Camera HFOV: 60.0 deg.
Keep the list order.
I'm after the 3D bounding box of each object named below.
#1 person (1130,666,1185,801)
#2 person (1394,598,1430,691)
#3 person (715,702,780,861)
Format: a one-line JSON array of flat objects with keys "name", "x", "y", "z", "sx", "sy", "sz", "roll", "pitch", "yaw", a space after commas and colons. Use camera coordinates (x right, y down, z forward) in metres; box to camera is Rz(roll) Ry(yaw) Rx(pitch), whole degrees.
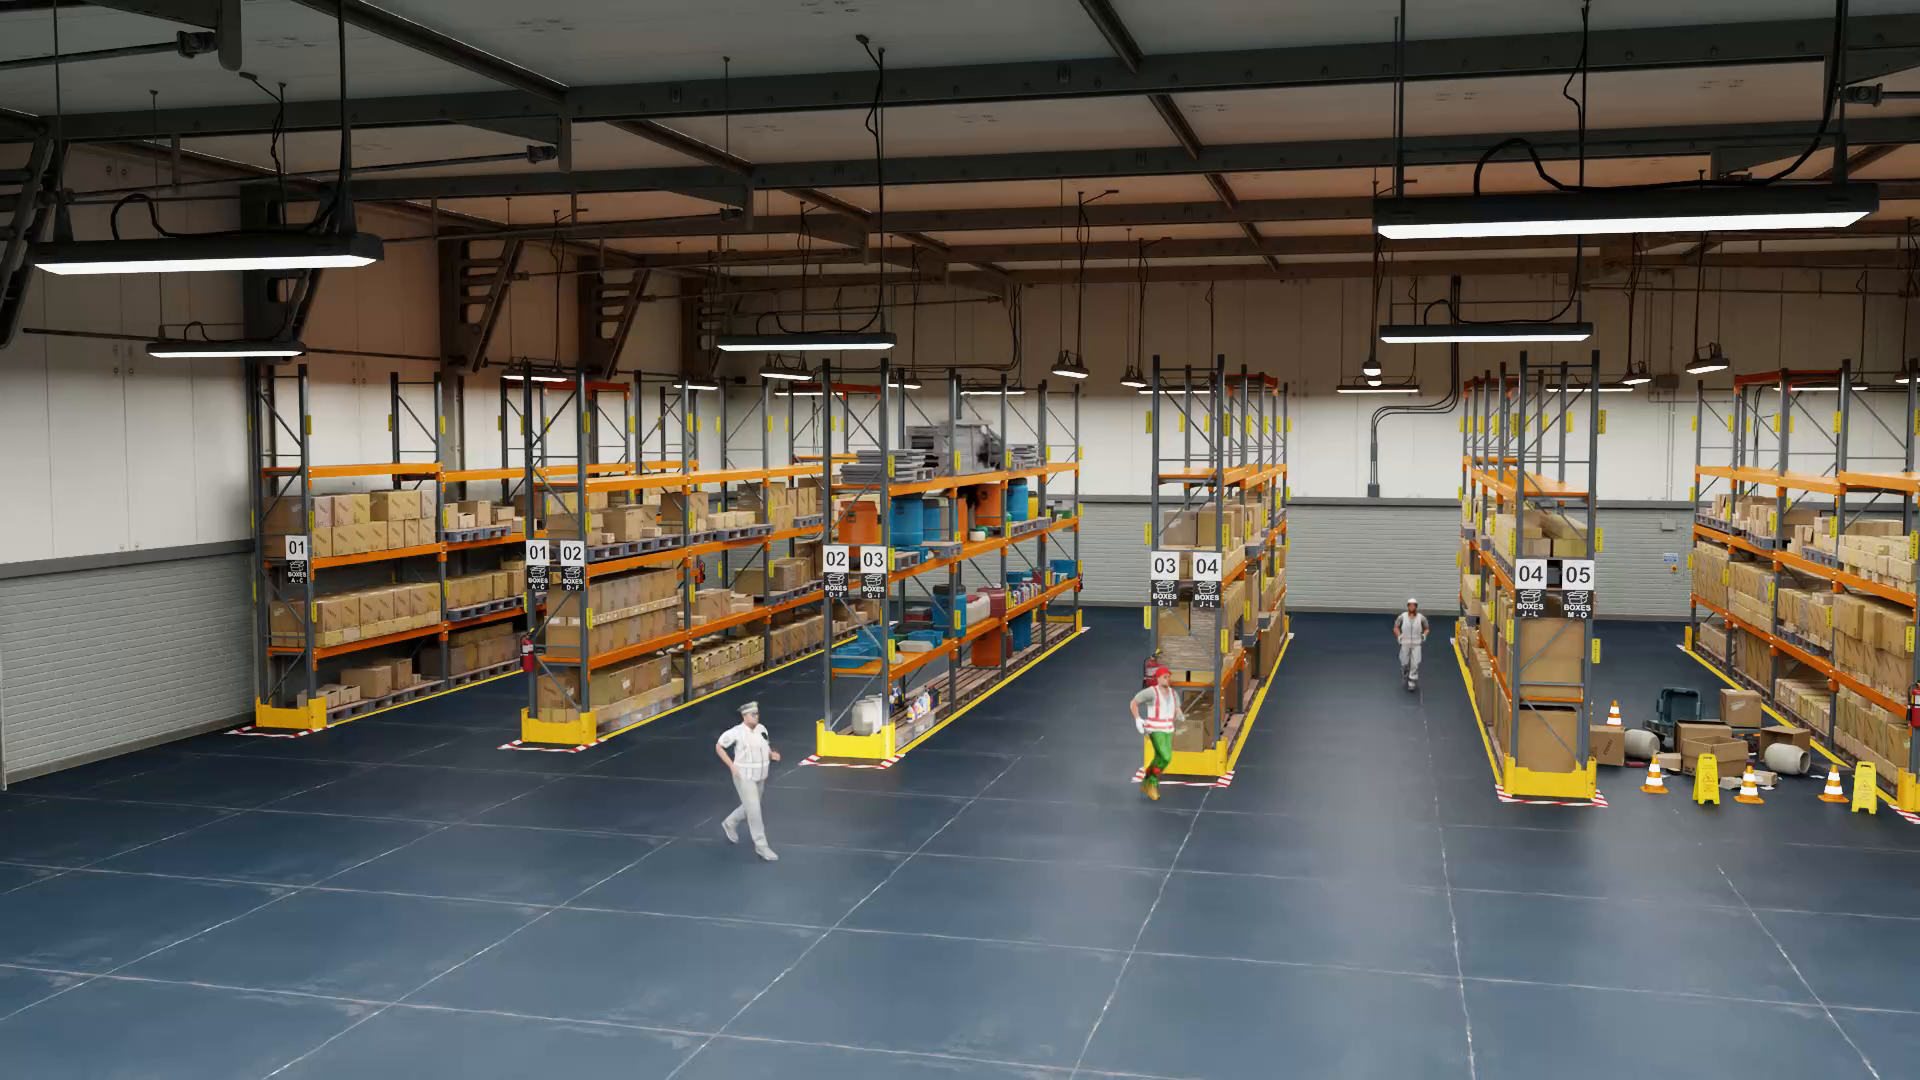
[{"name": "person", "x": 2.699, "y": 2.579, "z": 22.261, "sx": 0.663, "sy": 1.778, "sz": 0.729, "roll": -3, "pitch": 5, "yaw": -37}, {"name": "person", "x": 8.514, "y": 1.971, "z": 31.351, "sx": 0.652, "sy": 1.738, "sz": 0.615, "roll": 1, "pitch": 4, "yaw": 15}, {"name": "person", "x": -2.453, "y": 2.773, "z": 19.411, "sx": 0.952, "sy": 1.801, "sz": 0.661, "roll": 3, "pitch": 5, "yaw": 36}]
